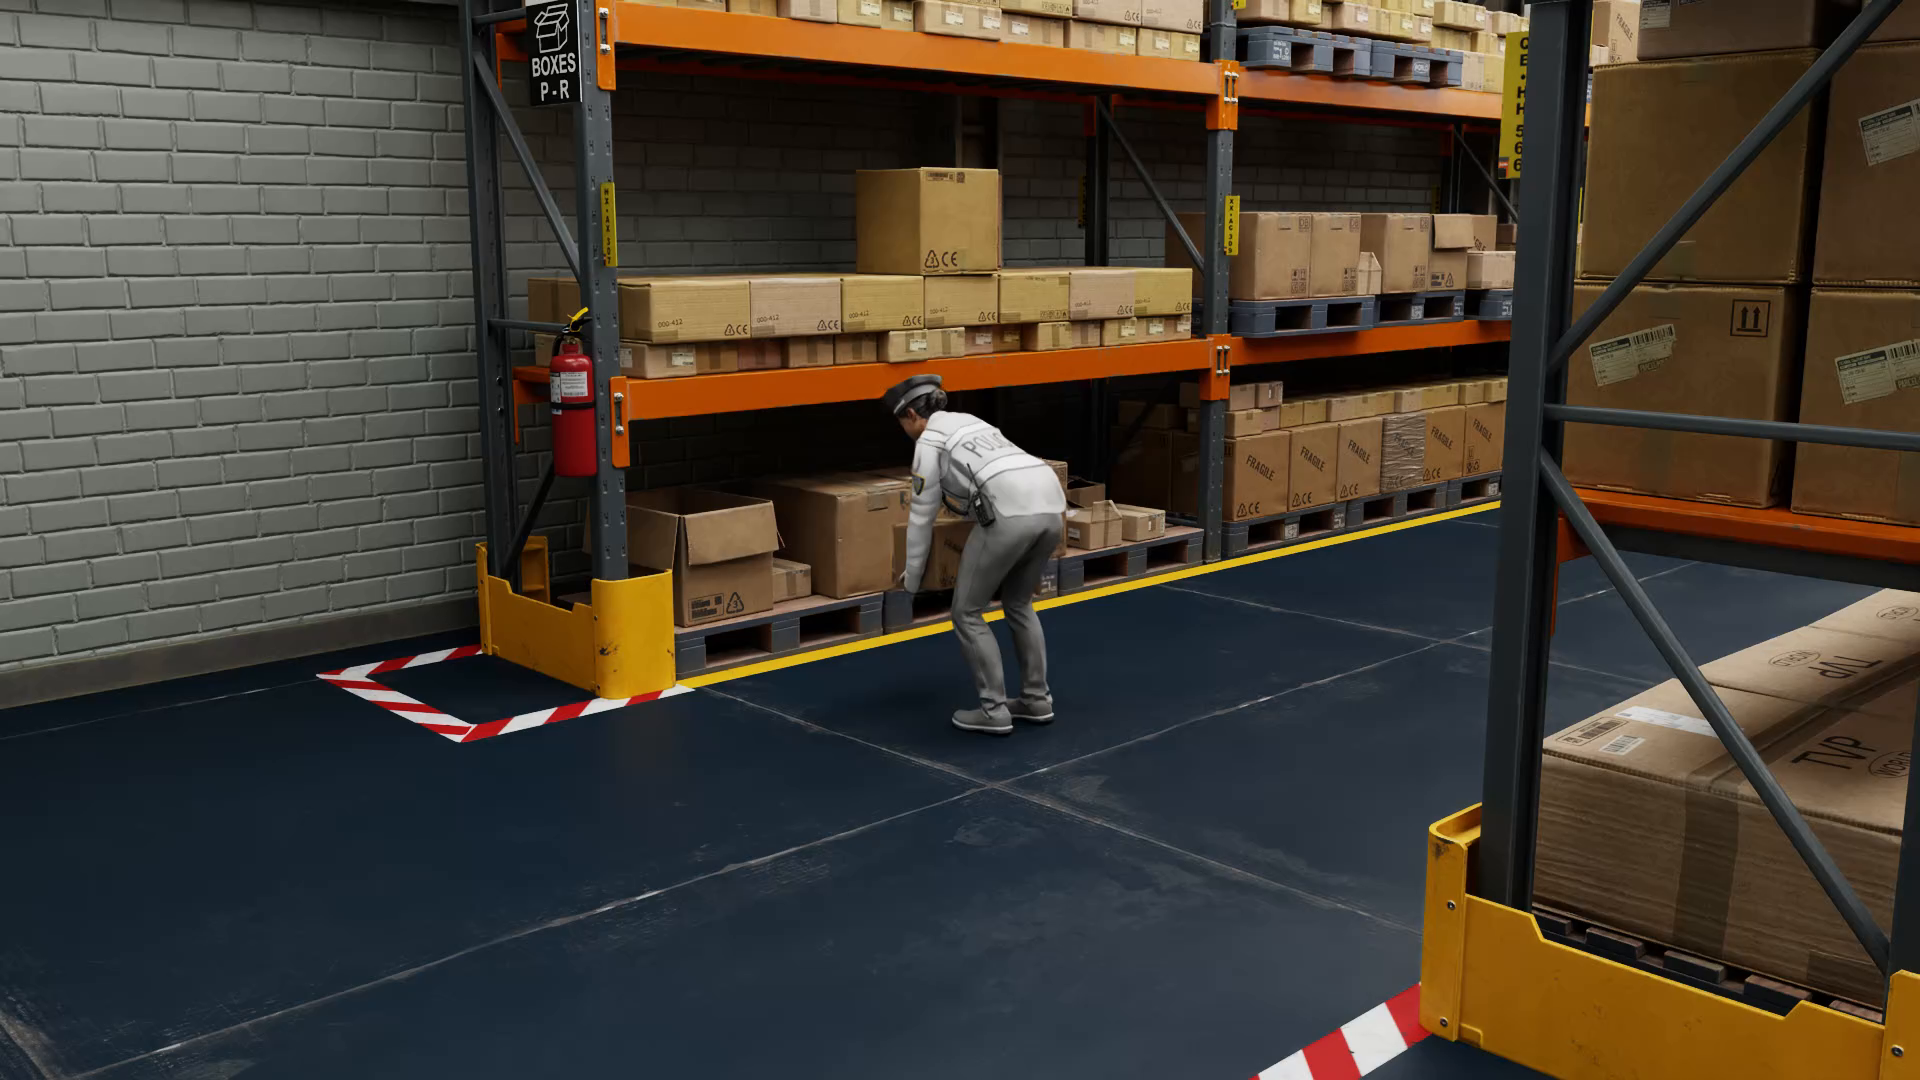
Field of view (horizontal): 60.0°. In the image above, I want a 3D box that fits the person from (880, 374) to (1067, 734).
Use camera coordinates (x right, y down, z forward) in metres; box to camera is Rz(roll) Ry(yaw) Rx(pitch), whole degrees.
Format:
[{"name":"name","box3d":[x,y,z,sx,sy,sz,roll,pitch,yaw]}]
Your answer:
[{"name":"person","box3d":[0.032,0.036,6.571,0.849,1.359,0.419,10,15,44]}]
